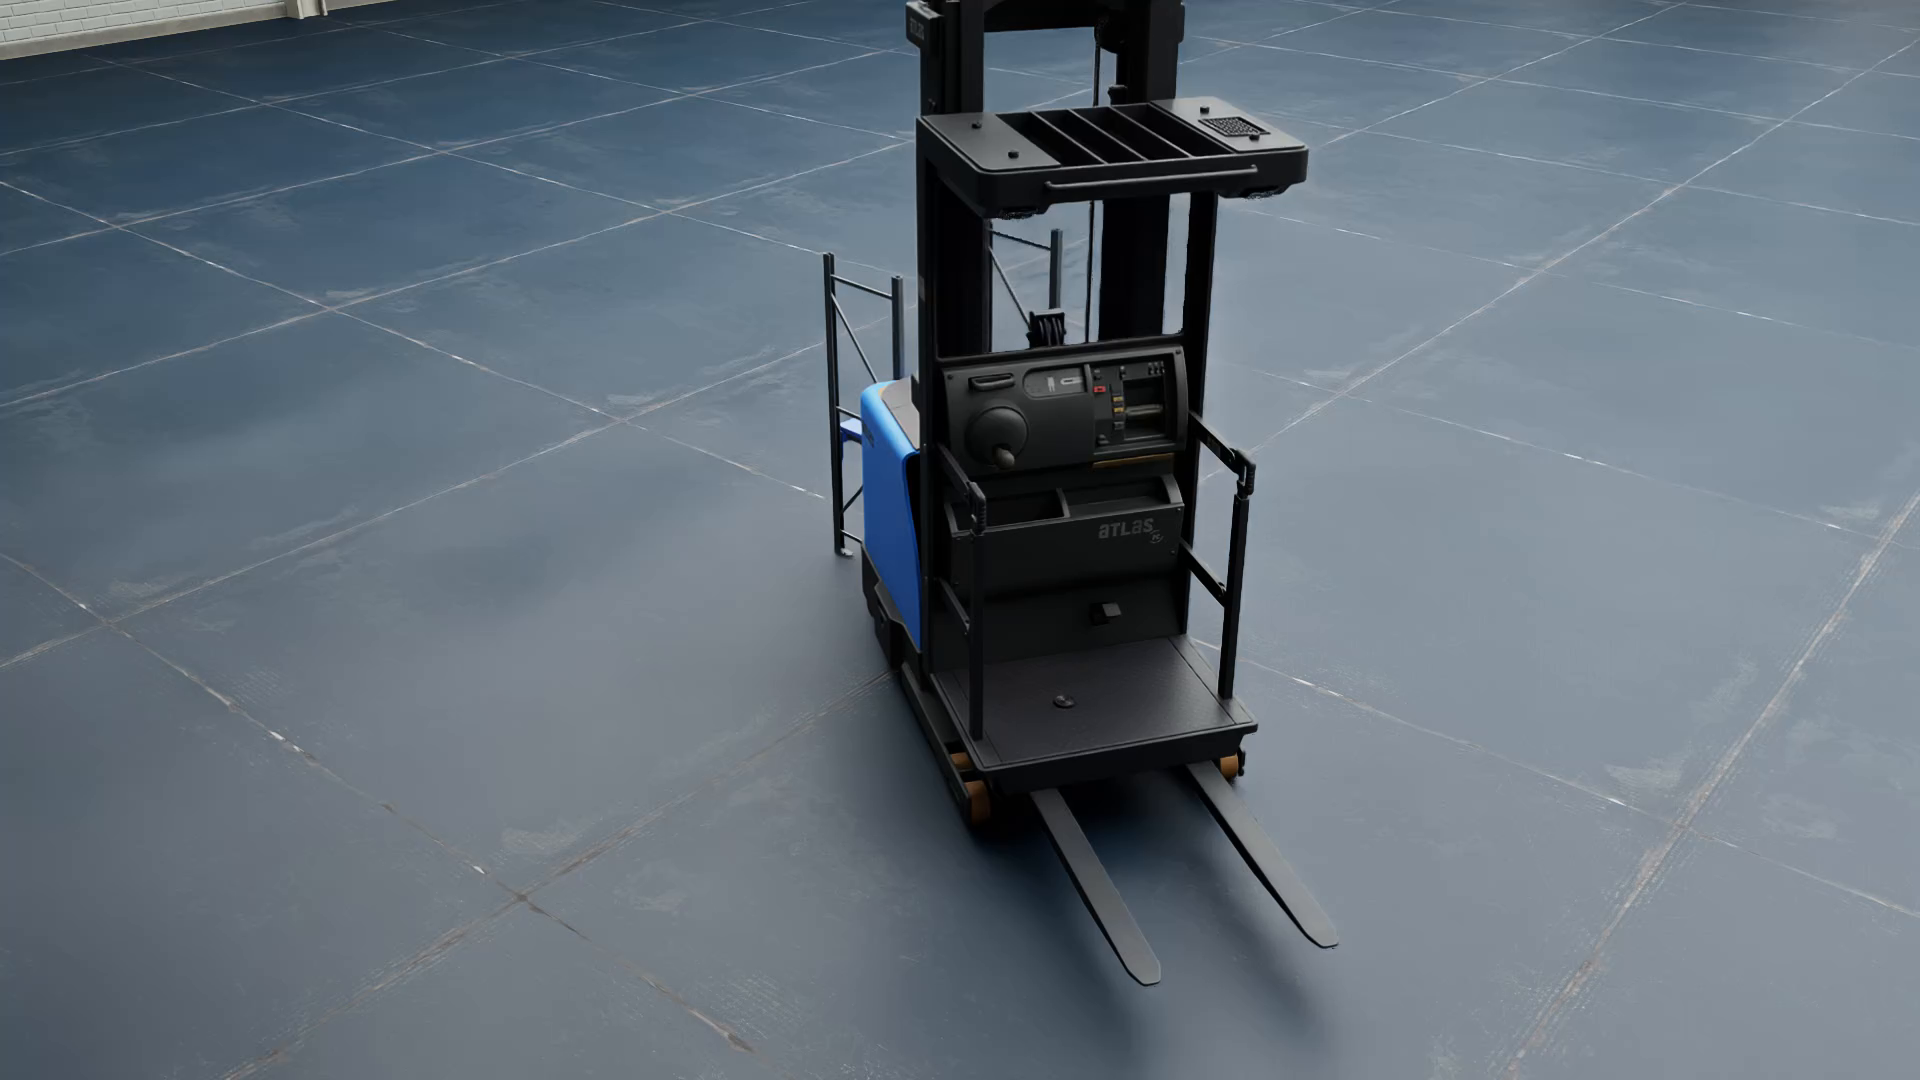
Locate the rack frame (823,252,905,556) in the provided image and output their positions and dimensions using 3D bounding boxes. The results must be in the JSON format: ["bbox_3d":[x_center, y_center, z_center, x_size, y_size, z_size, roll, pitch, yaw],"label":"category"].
[{"bbox_3d":[-0.431,-0.545,7.671,0.032,1.500,0.500,-24,36,-38],"label":"rack frame"}]

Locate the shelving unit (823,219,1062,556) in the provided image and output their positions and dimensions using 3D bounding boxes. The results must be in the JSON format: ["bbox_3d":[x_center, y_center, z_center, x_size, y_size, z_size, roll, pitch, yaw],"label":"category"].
[{"bbox_3d":[-0.068,-0.709,7.987,1.048,1.500,0.538,-24,36,-38],"label":"shelving unit"}]

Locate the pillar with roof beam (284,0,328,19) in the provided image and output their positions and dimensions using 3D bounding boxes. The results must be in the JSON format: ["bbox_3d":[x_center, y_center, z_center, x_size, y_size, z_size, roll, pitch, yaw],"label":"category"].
[{"bbox_3d":[-4.974,-9.405,16.637,9.100,9.000,0.400,21,34,34],"label":"pillar with roof beam"}]

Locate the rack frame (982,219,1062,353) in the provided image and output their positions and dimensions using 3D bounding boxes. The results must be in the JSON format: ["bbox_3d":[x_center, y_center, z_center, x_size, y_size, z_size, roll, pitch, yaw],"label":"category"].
[{"bbox_3d":[0.295,-0.872,8.304,0.032,1.500,0.500,-24,36,-38],"label":"rack frame"}]

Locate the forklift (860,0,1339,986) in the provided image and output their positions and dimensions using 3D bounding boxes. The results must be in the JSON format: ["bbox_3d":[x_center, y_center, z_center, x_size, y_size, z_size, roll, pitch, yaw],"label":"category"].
[{"bbox_3d":[0.457,-0.444,5.918,1.130,2.935,3.031,-8,28,-15],"label":"forklift"}]

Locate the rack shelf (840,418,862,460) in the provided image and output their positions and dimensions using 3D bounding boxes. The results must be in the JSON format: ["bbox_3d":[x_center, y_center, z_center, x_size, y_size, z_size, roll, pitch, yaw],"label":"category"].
[{"bbox_3d":[-0.068,-0.549,8.070,1.000,0.185,0.538,-24,36,-38],"label":"rack shelf"}]
